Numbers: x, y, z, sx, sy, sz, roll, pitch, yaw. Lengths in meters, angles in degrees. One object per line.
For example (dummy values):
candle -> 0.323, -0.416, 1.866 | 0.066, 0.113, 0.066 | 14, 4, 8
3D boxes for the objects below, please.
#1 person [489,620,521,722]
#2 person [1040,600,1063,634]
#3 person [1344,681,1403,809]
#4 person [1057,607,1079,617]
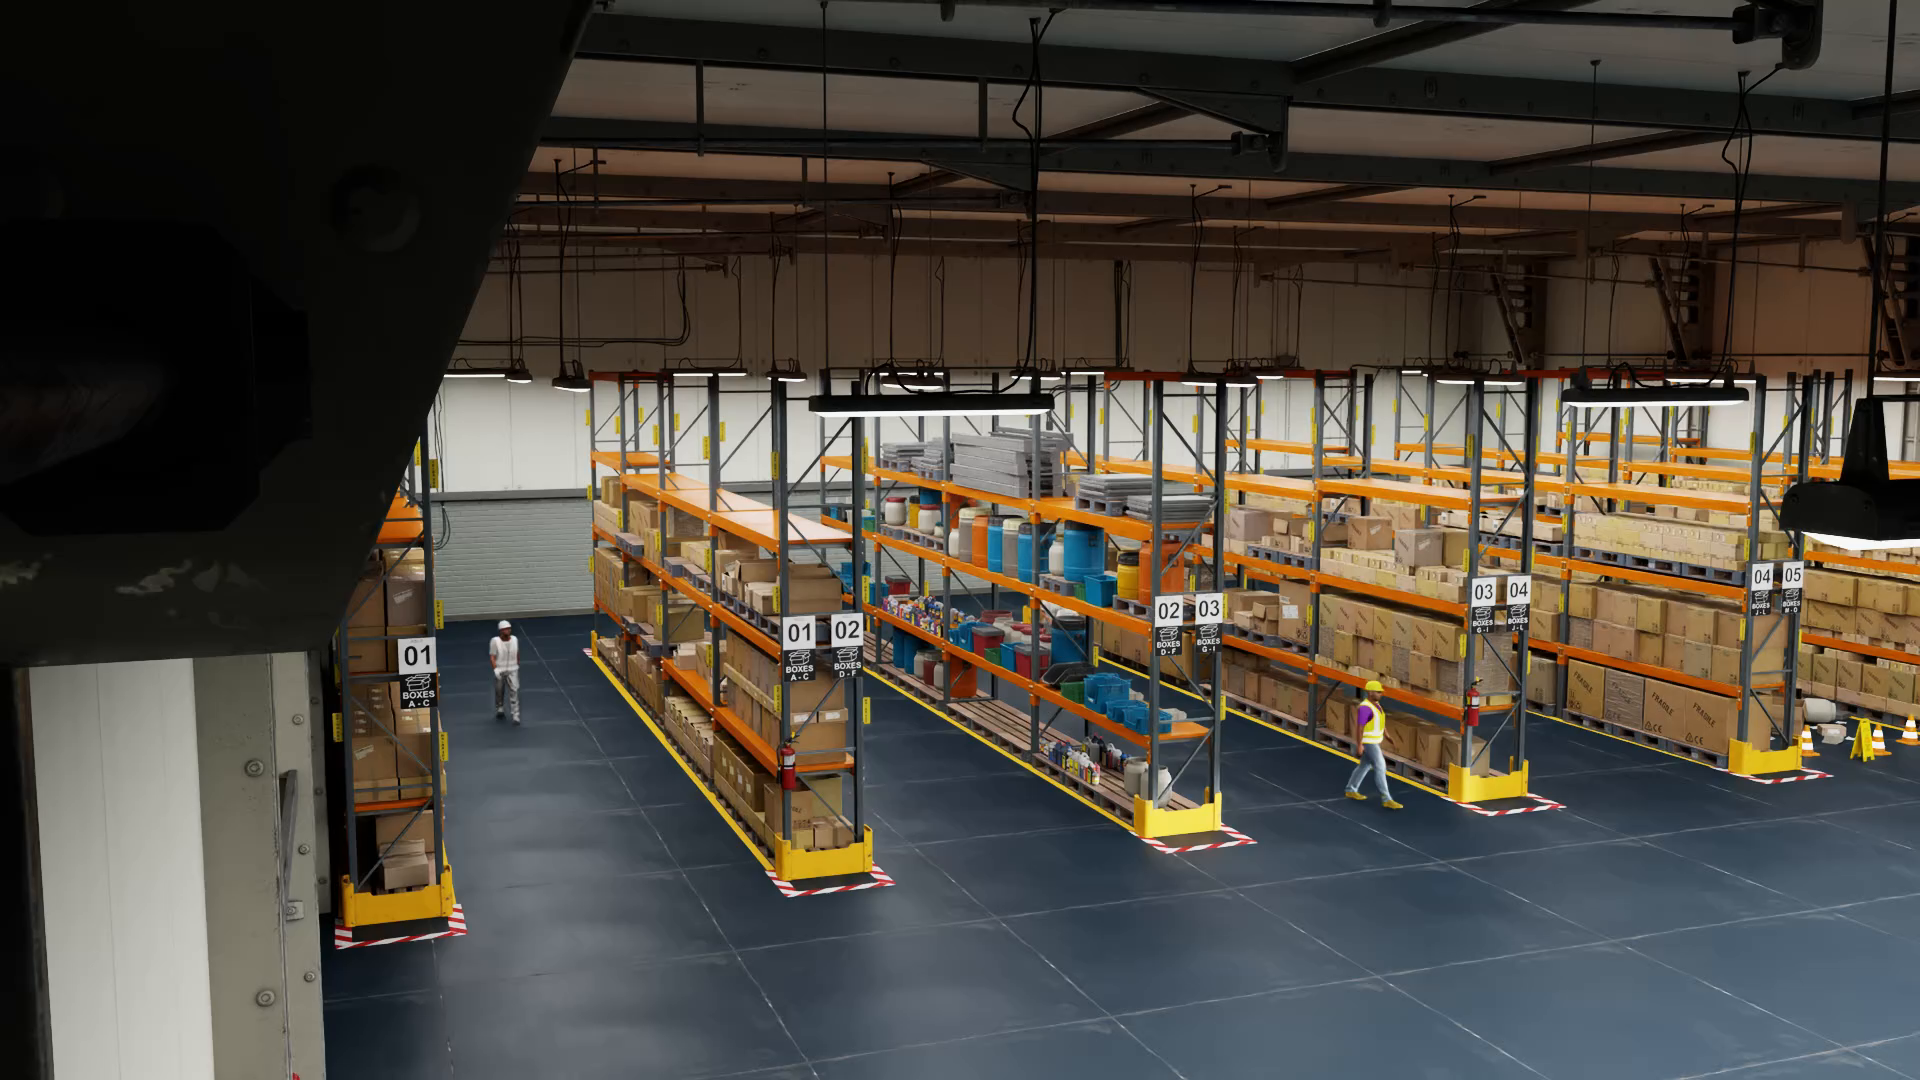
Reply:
person -> -7.869, 2.256, 28.769 | 0.529, 1.727, 1.094 | -3, 7, -23
person -> 1.963, 1.704, 34.460 | 0.650, 1.581, 0.749 | -1, 6, -8
person -> 5.859, 2.841, 23.397 | 0.883, 1.727, 0.588 | 3, 7, 26
person -> 2.071, 1.777, 32.039 | 0.522, 1.513, 0.636 | -2, 7, -16
